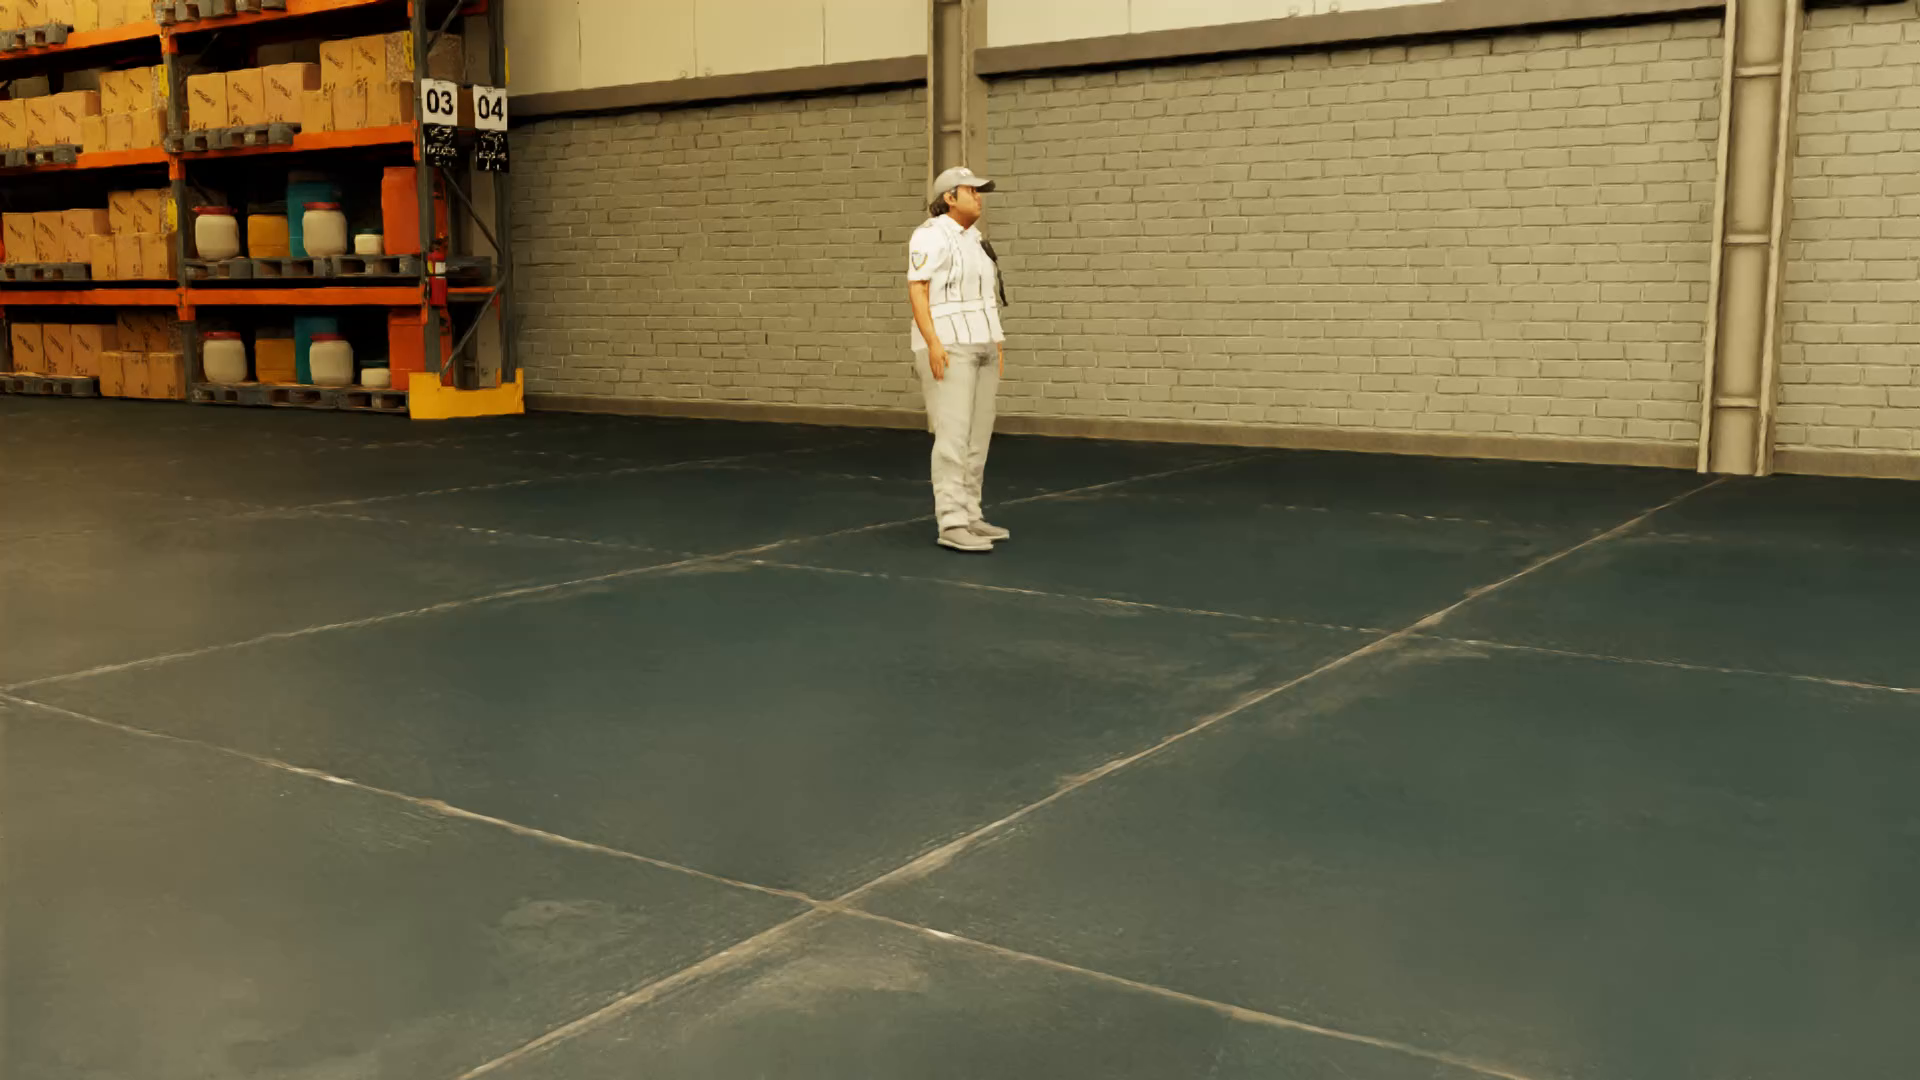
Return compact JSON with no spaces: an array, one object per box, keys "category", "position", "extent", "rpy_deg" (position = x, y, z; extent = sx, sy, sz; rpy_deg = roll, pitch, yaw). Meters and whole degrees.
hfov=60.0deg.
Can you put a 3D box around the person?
[{"category":"person","position":[0.051,-0.824,7.424],"extent":[0.529,1.669,0.598],"rpy_deg":[5,10,34]}]
